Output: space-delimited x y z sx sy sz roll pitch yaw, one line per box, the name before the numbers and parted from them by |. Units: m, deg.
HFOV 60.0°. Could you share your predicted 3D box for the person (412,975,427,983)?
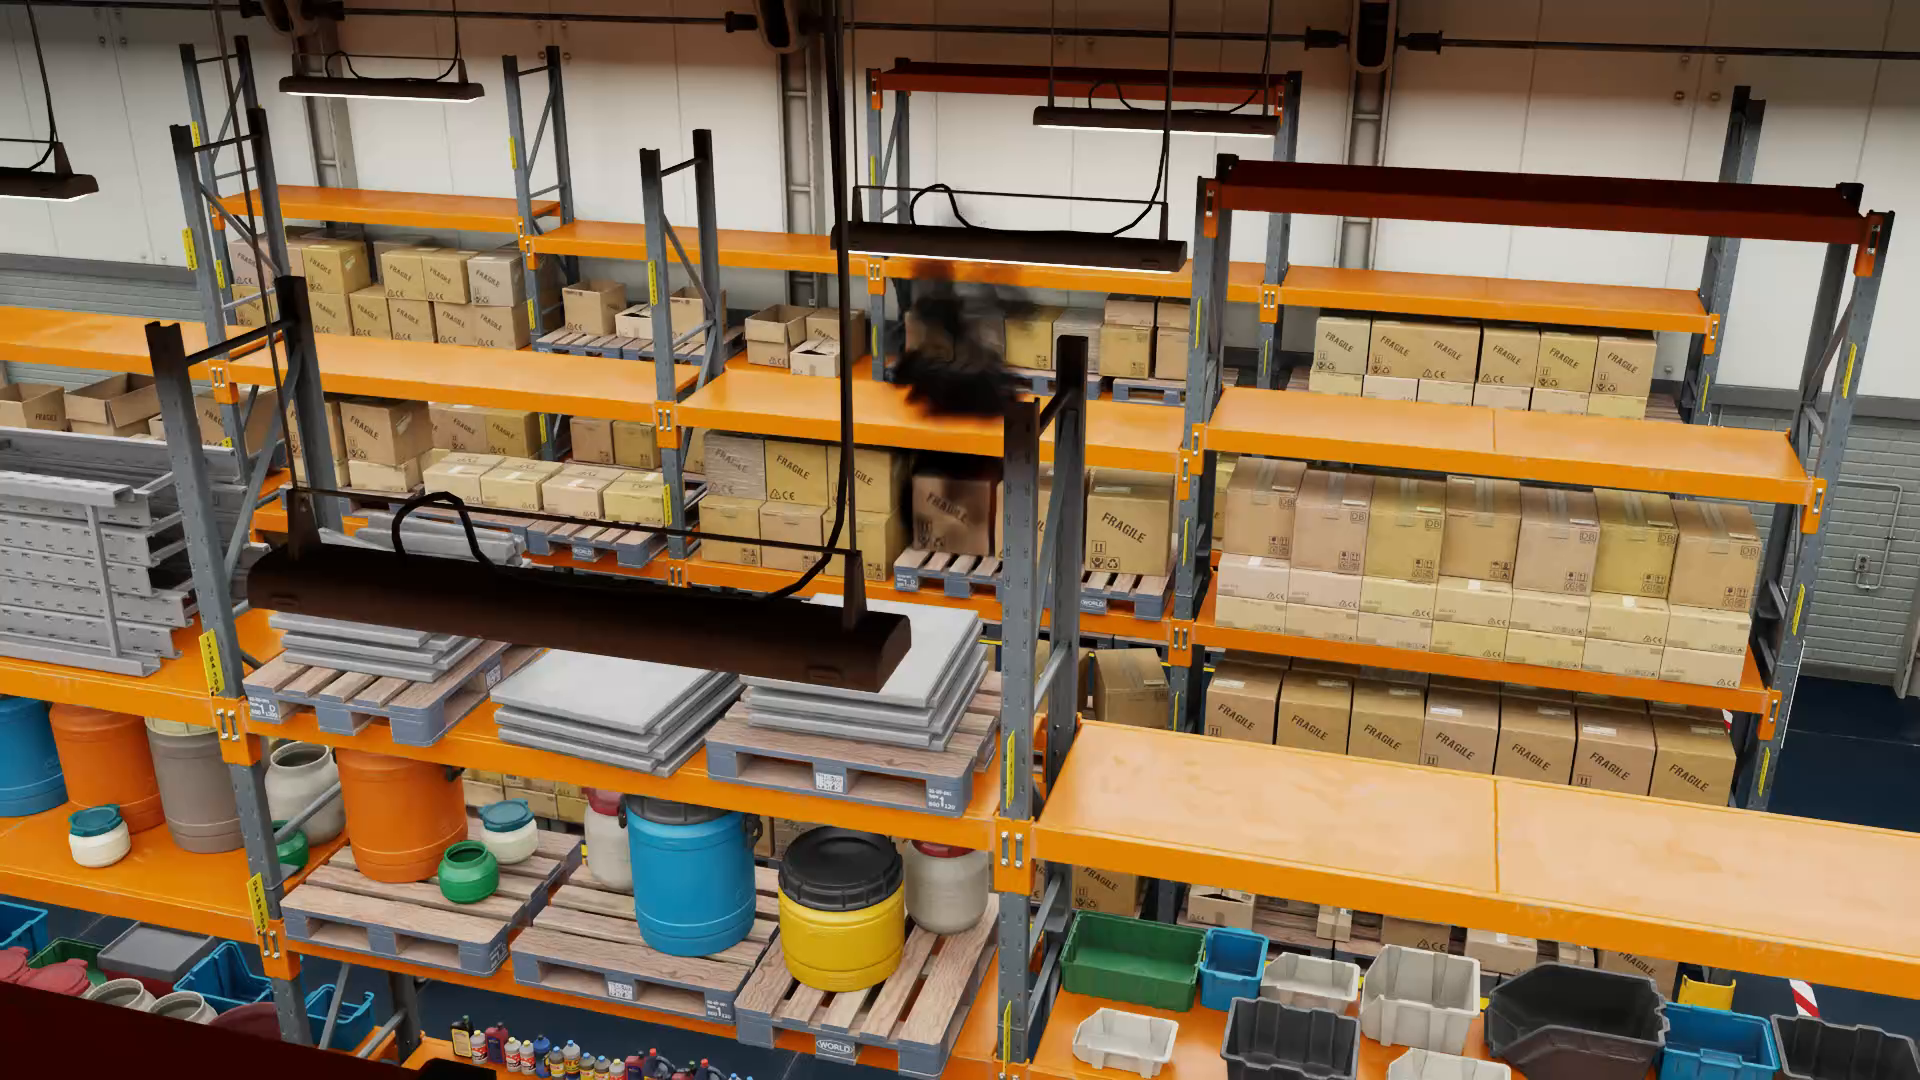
person | -4.331 2.577 12.388 0.568 1.625 0.593 2 23 5
